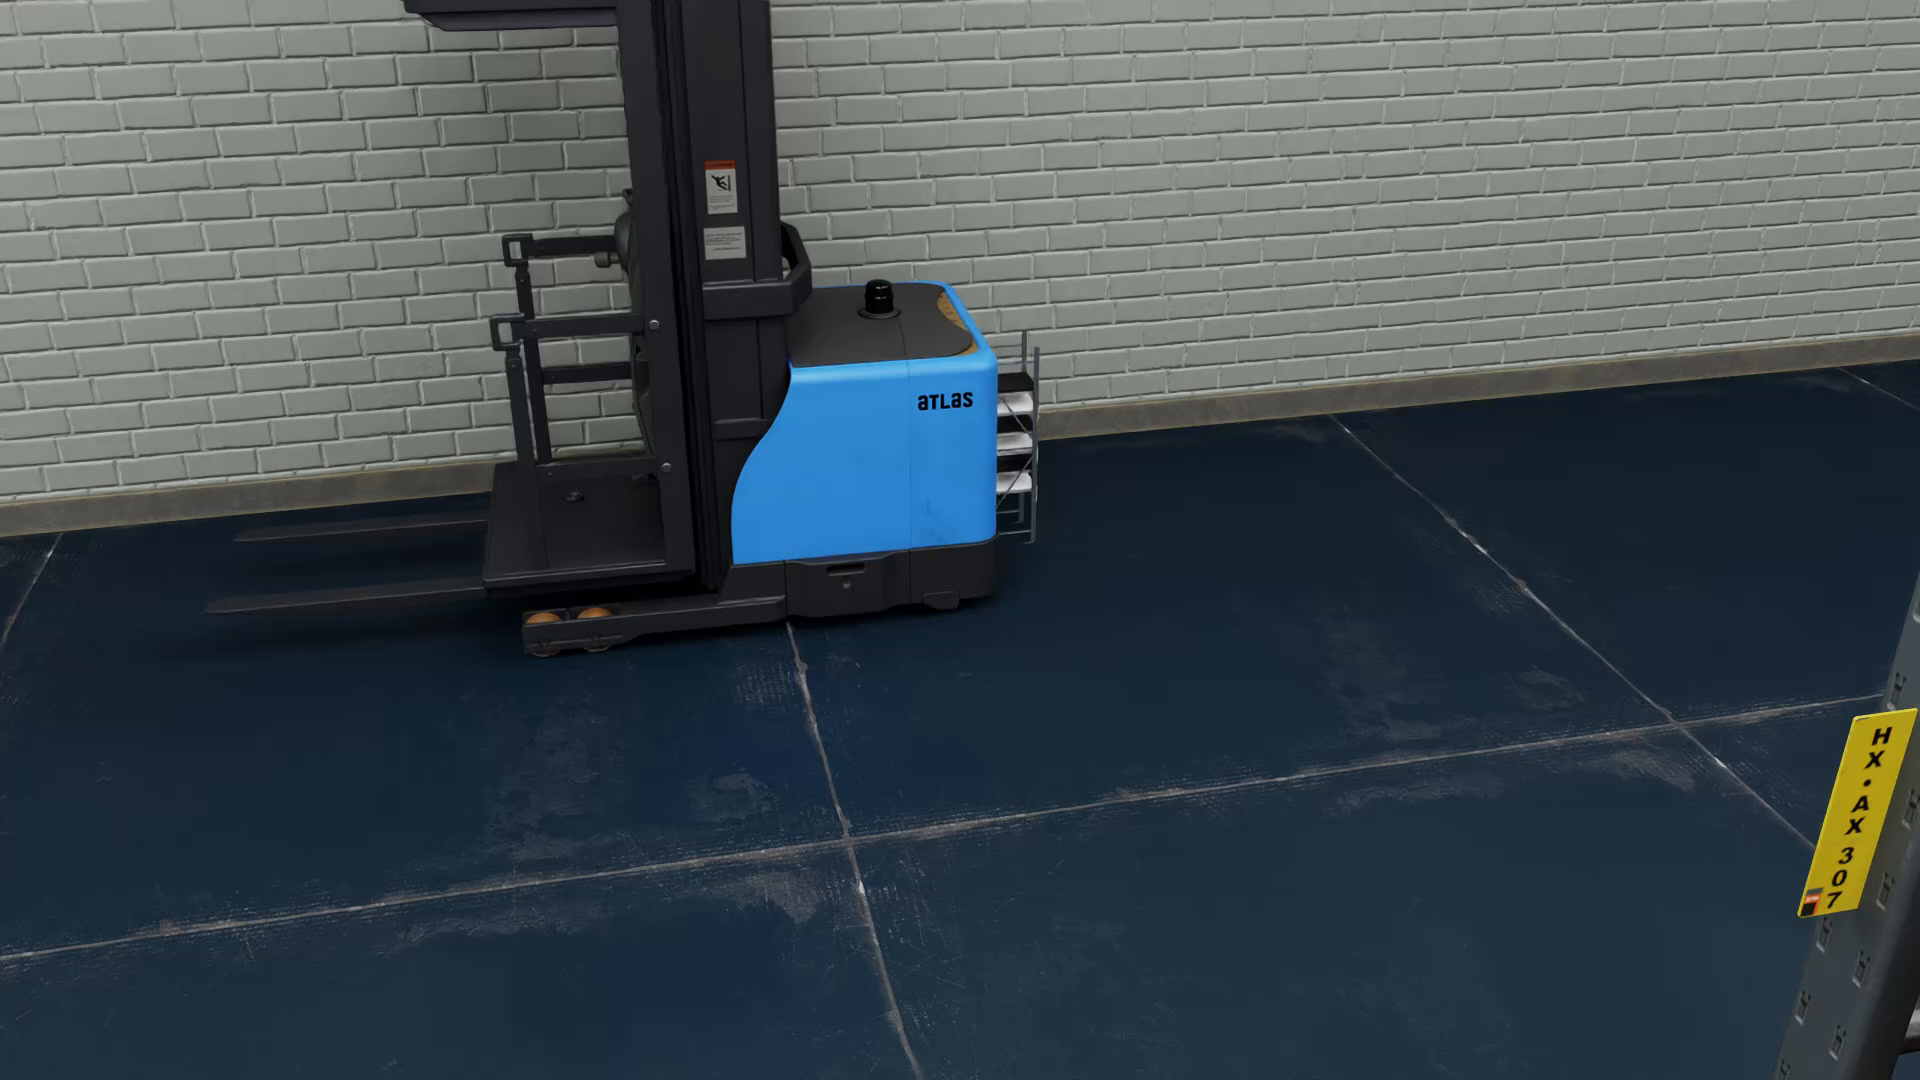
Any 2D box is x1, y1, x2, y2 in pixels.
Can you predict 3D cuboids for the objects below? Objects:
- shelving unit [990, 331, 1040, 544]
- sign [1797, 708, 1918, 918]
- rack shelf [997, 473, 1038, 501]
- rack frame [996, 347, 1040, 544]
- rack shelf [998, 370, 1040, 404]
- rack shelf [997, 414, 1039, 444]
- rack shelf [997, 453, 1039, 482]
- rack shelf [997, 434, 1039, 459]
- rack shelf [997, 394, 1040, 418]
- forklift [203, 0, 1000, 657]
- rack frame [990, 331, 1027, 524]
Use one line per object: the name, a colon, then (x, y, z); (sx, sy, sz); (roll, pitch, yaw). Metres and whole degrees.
shelving unit: (0.186, -0.422, 7.088); (0.258, 0.900, 0.210); (-6, 27, -11)
sign: (1.203, 0.370, 2.228); (0.100, 0.325, 0.005); (-6, 27, -12)
rack shelf: (0.186, -0.232, 7.184); (0.258, 0.077, 0.200); (-6, 27, -11)
rack frame: (0.209, -0.377, 6.999); (0.240, 0.900, 0.006); (-6, 27, -11)
rack shelf: (0.186, -0.633, 6.981); (0.258, 0.077, 0.200); (-6, 27, -11)
rack shelf: (0.186, -0.473, 7.062); (0.258, 0.077, 0.200); (-6, 27, -11)
rack shelf: (0.186, -0.312, 7.143); (0.258, 0.077, 0.200); (-6, 27, -11)
rack shelf: (0.186, -0.392, 7.103); (0.258, 0.077, 0.200); (-6, 27, -11)
rack shelf: (0.186, -0.553, 7.022); (0.258, 0.077, 0.200); (-6, 27, -11)
forklift: (-1.413, -1.121, 6.218); (3.031, 2.935, 1.130); (-5, 27, -10)
rack frame: (0.164, -0.467, 7.176); (0.240, 0.900, 0.006); (-6, 27, -11)
